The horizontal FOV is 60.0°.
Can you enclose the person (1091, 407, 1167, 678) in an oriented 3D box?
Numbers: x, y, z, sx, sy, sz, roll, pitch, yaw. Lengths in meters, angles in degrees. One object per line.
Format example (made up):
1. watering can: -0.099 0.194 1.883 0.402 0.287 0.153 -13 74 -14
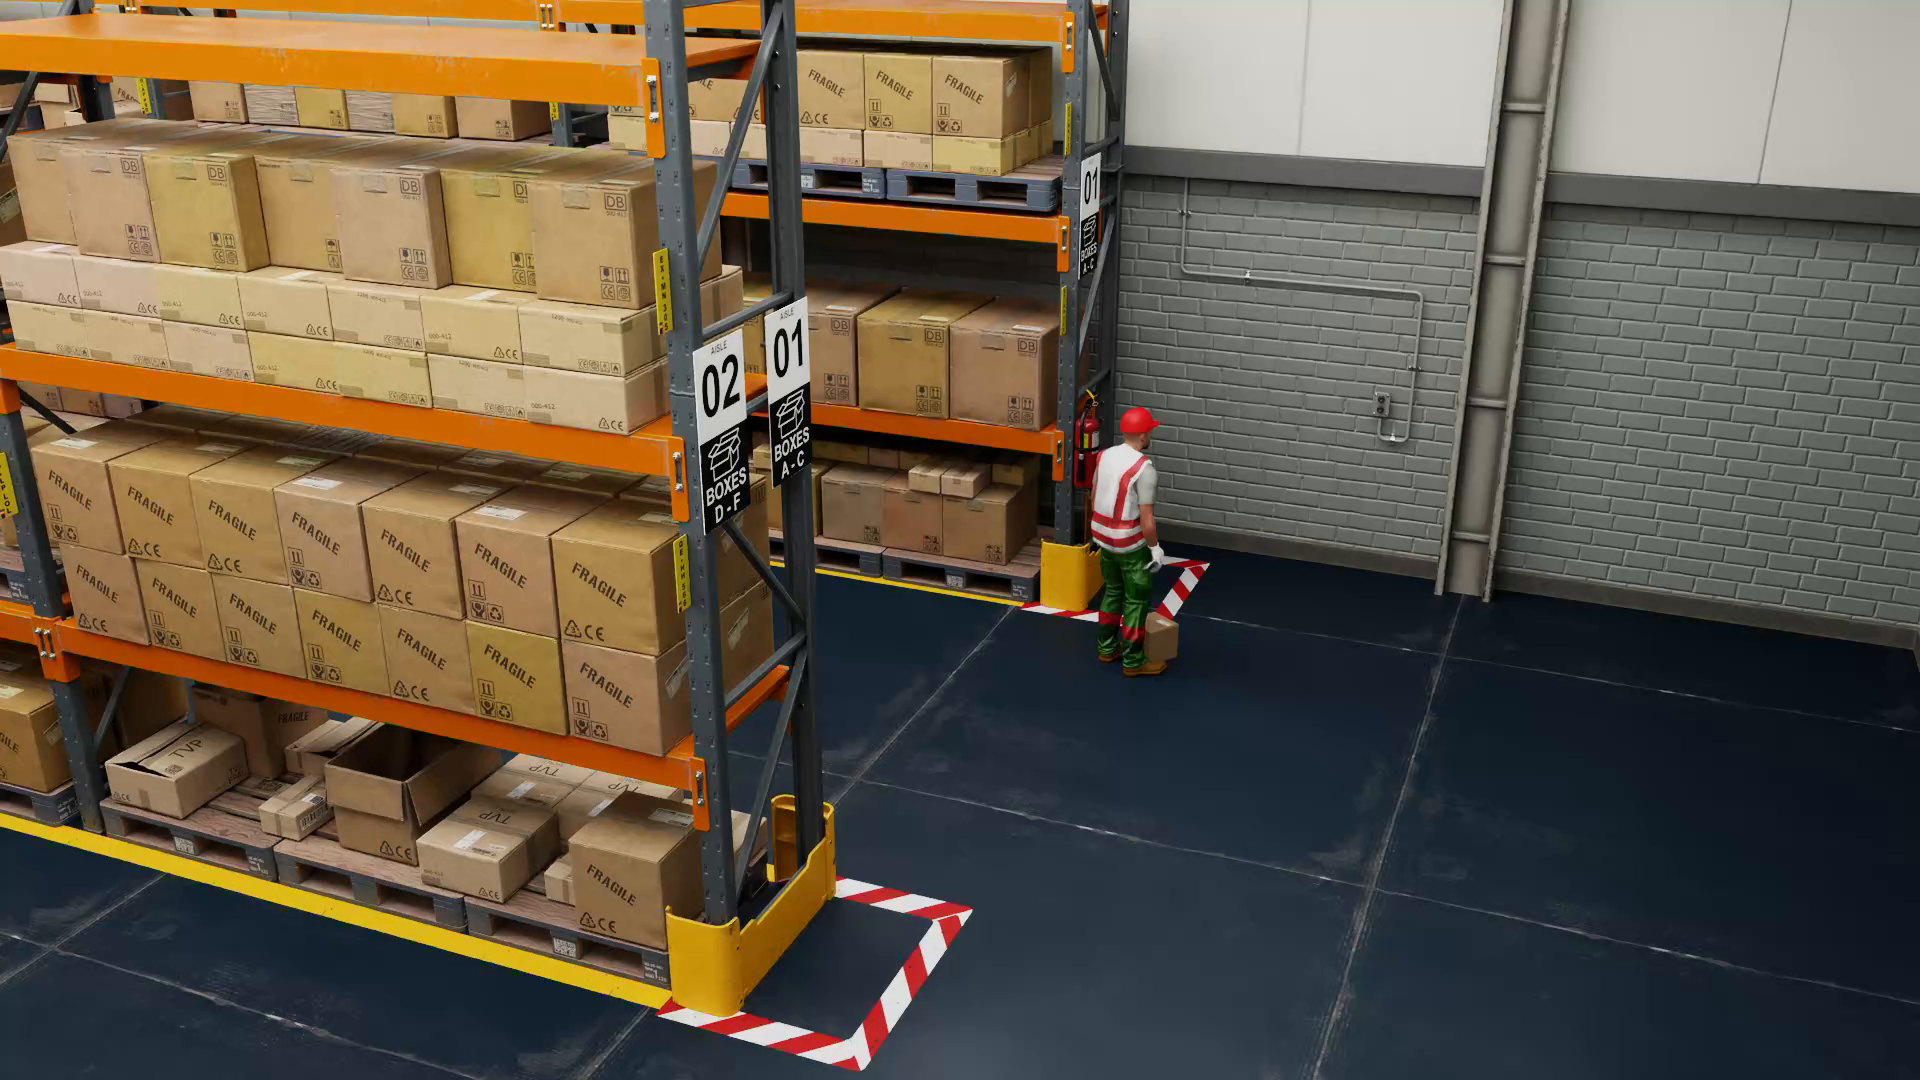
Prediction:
1. person: 1.101 0.001 10.914 0.451 1.779 0.618 -14 26 -31
